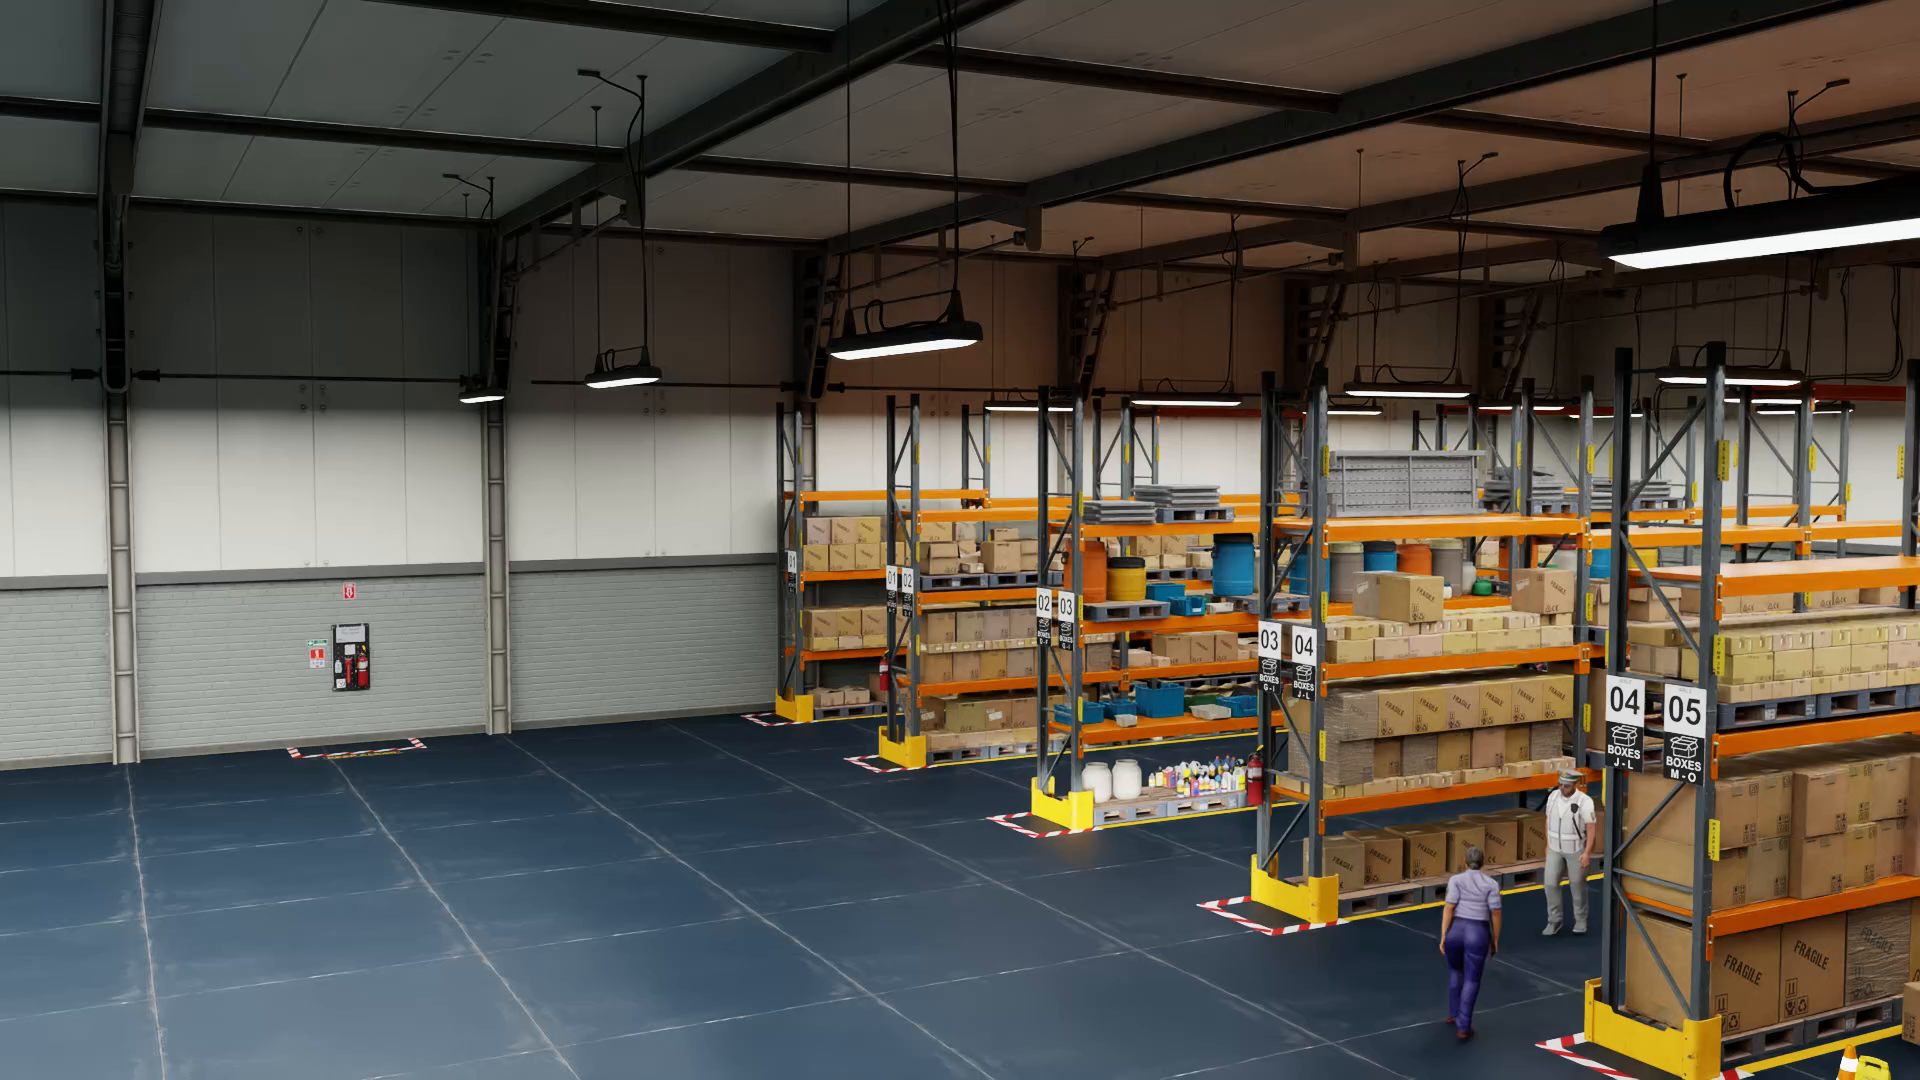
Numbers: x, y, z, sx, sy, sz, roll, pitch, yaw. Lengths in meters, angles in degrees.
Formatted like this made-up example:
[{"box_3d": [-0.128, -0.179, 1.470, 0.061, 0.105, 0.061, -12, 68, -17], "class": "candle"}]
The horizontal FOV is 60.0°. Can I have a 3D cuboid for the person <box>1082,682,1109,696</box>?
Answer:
[{"box_3d": [2.524, 2.470, 32.131, 1.079, 1.704, 0.570, -2, 4, -37], "class": "person"}]

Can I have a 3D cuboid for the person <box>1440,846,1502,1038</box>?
[{"box_3d": [4.473, 3.542, 14.605, 0.503, 1.686, 0.600, 2, 4, 31], "class": "person"}]

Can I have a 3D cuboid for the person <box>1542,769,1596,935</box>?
[{"box_3d": [6.454, 3.318, 17.614, 0.525, 1.811, 0.587, -3, 4, -44], "class": "person"}]

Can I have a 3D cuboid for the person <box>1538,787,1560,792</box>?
[{"box_3d": [8.870, 2.934, 24.830, 0.519, 1.703, 0.367, 3, 4, 38], "class": "person"}]
